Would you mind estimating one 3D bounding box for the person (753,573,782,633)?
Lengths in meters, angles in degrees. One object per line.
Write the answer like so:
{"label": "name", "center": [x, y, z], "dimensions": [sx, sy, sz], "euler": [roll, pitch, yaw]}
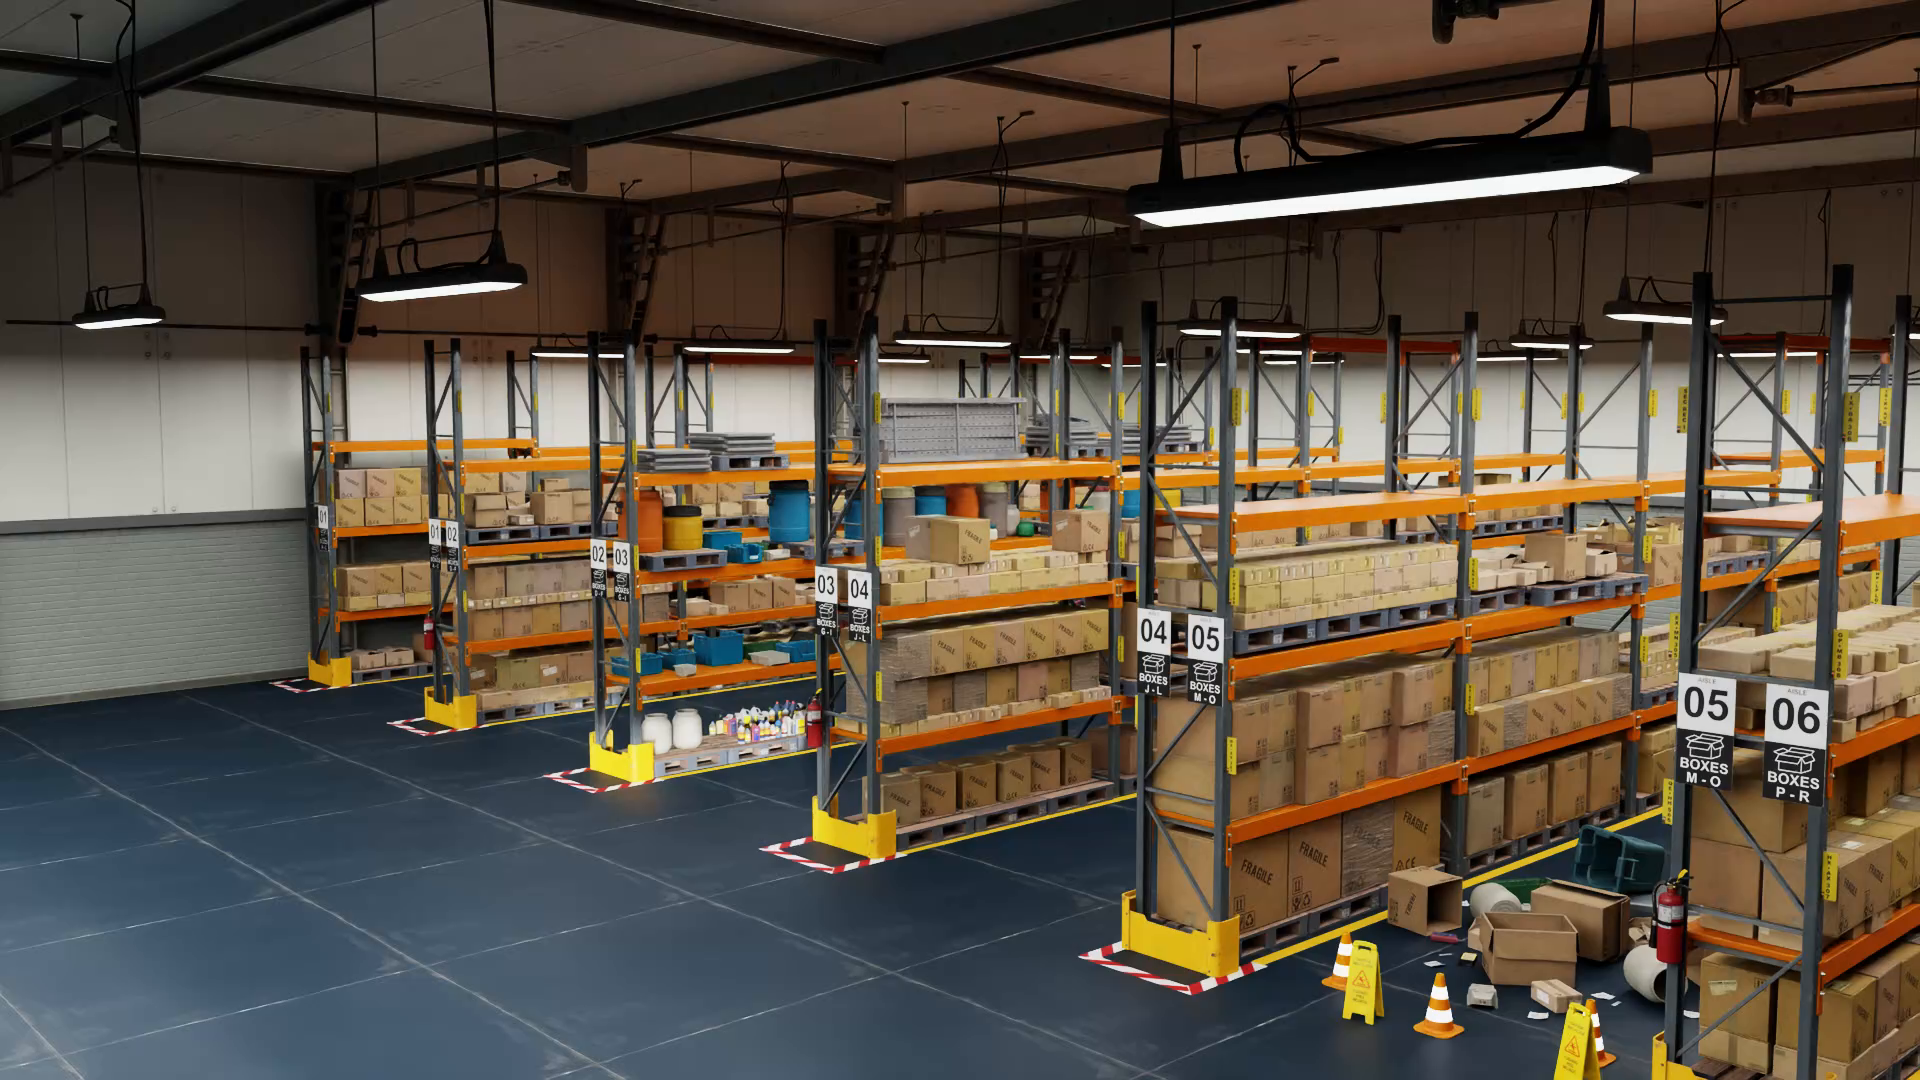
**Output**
{"label": "person", "center": [-4.004, 1.298, 34.459], "dimensions": [0.648, 1.684, 0.659], "euler": [-5, 7, -42]}
